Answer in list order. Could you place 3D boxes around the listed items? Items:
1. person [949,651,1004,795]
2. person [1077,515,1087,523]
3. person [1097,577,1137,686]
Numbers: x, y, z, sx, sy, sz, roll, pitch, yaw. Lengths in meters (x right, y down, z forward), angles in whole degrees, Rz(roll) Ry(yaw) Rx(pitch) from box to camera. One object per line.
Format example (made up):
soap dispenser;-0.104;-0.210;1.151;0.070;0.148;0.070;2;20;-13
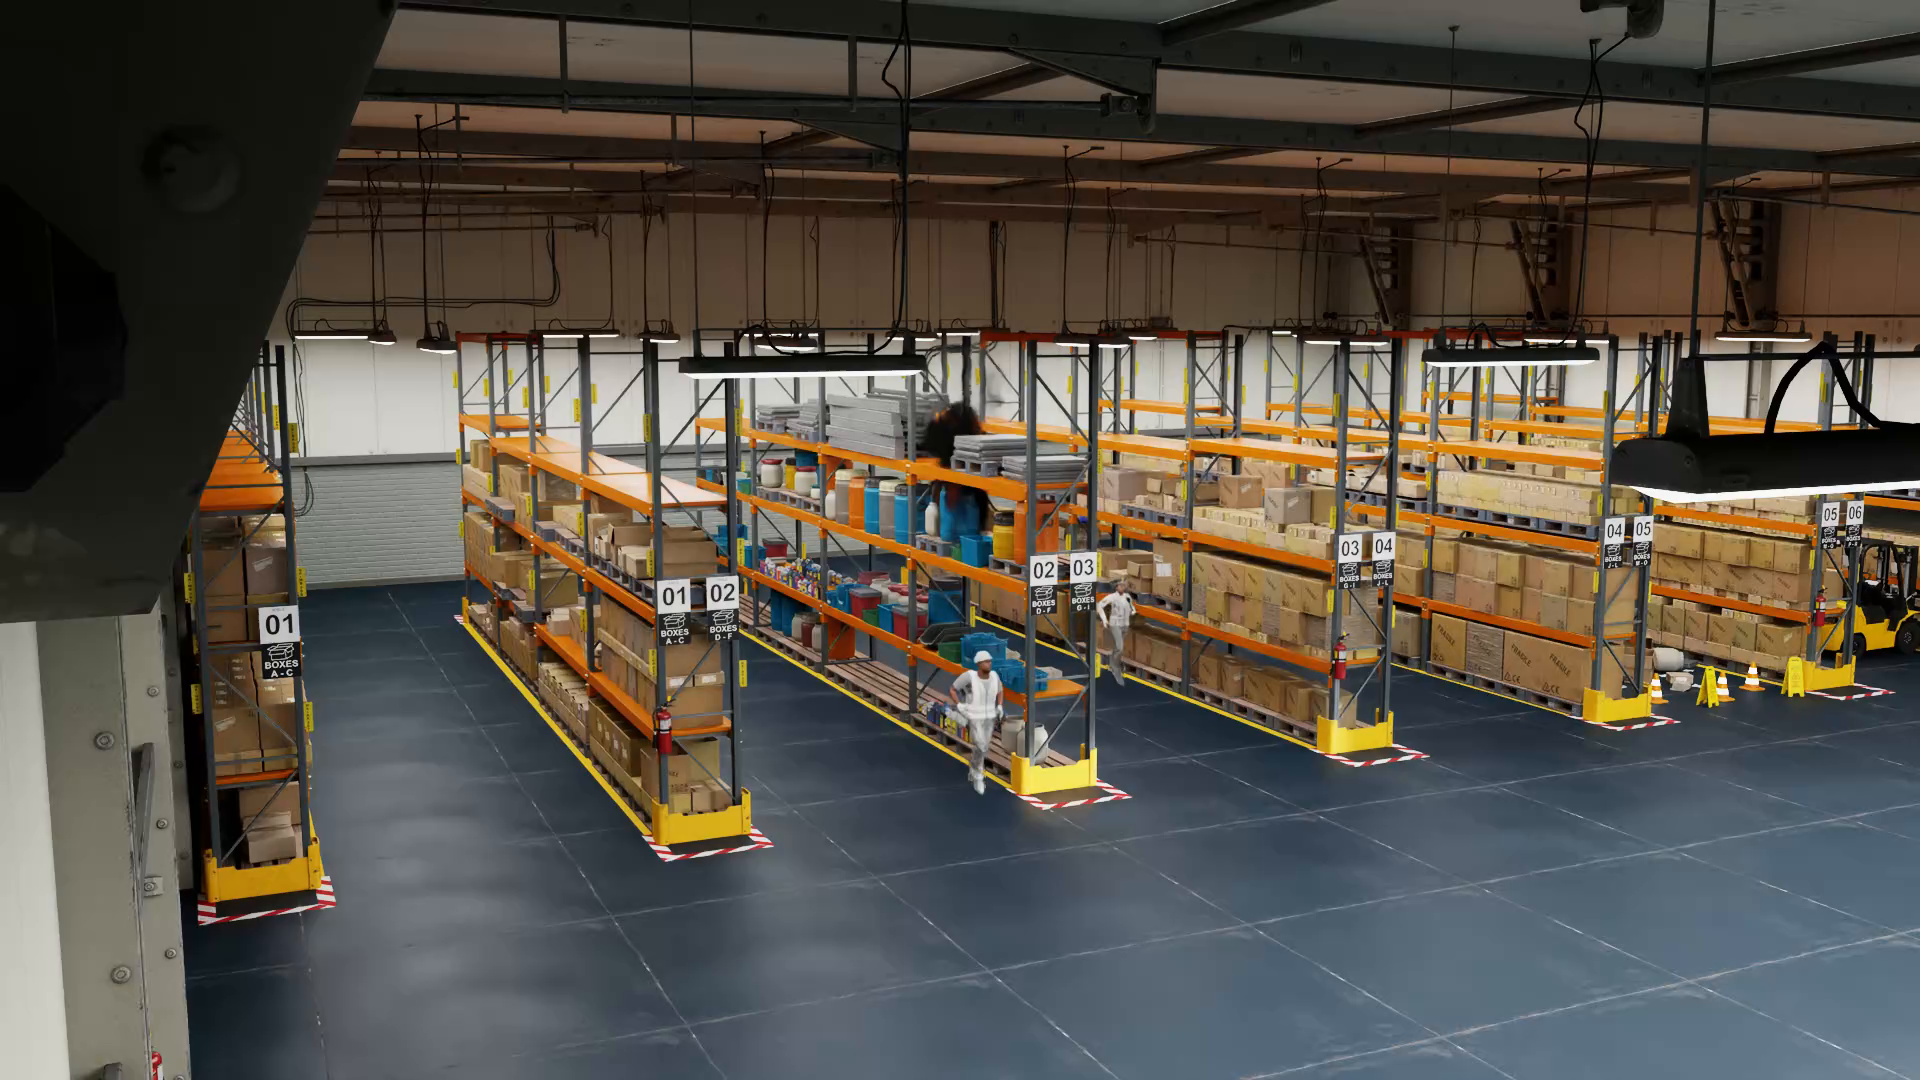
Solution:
person;0.270;2.324;21.340;0.700;1.837;0.594;-5;9;-31
person;3.035;-0.028;41.520;0.526;1.633;0.593;-6;9;-36
person;2.662;1.503;27.693;0.576;1.799;0.695;-5;9;-32
